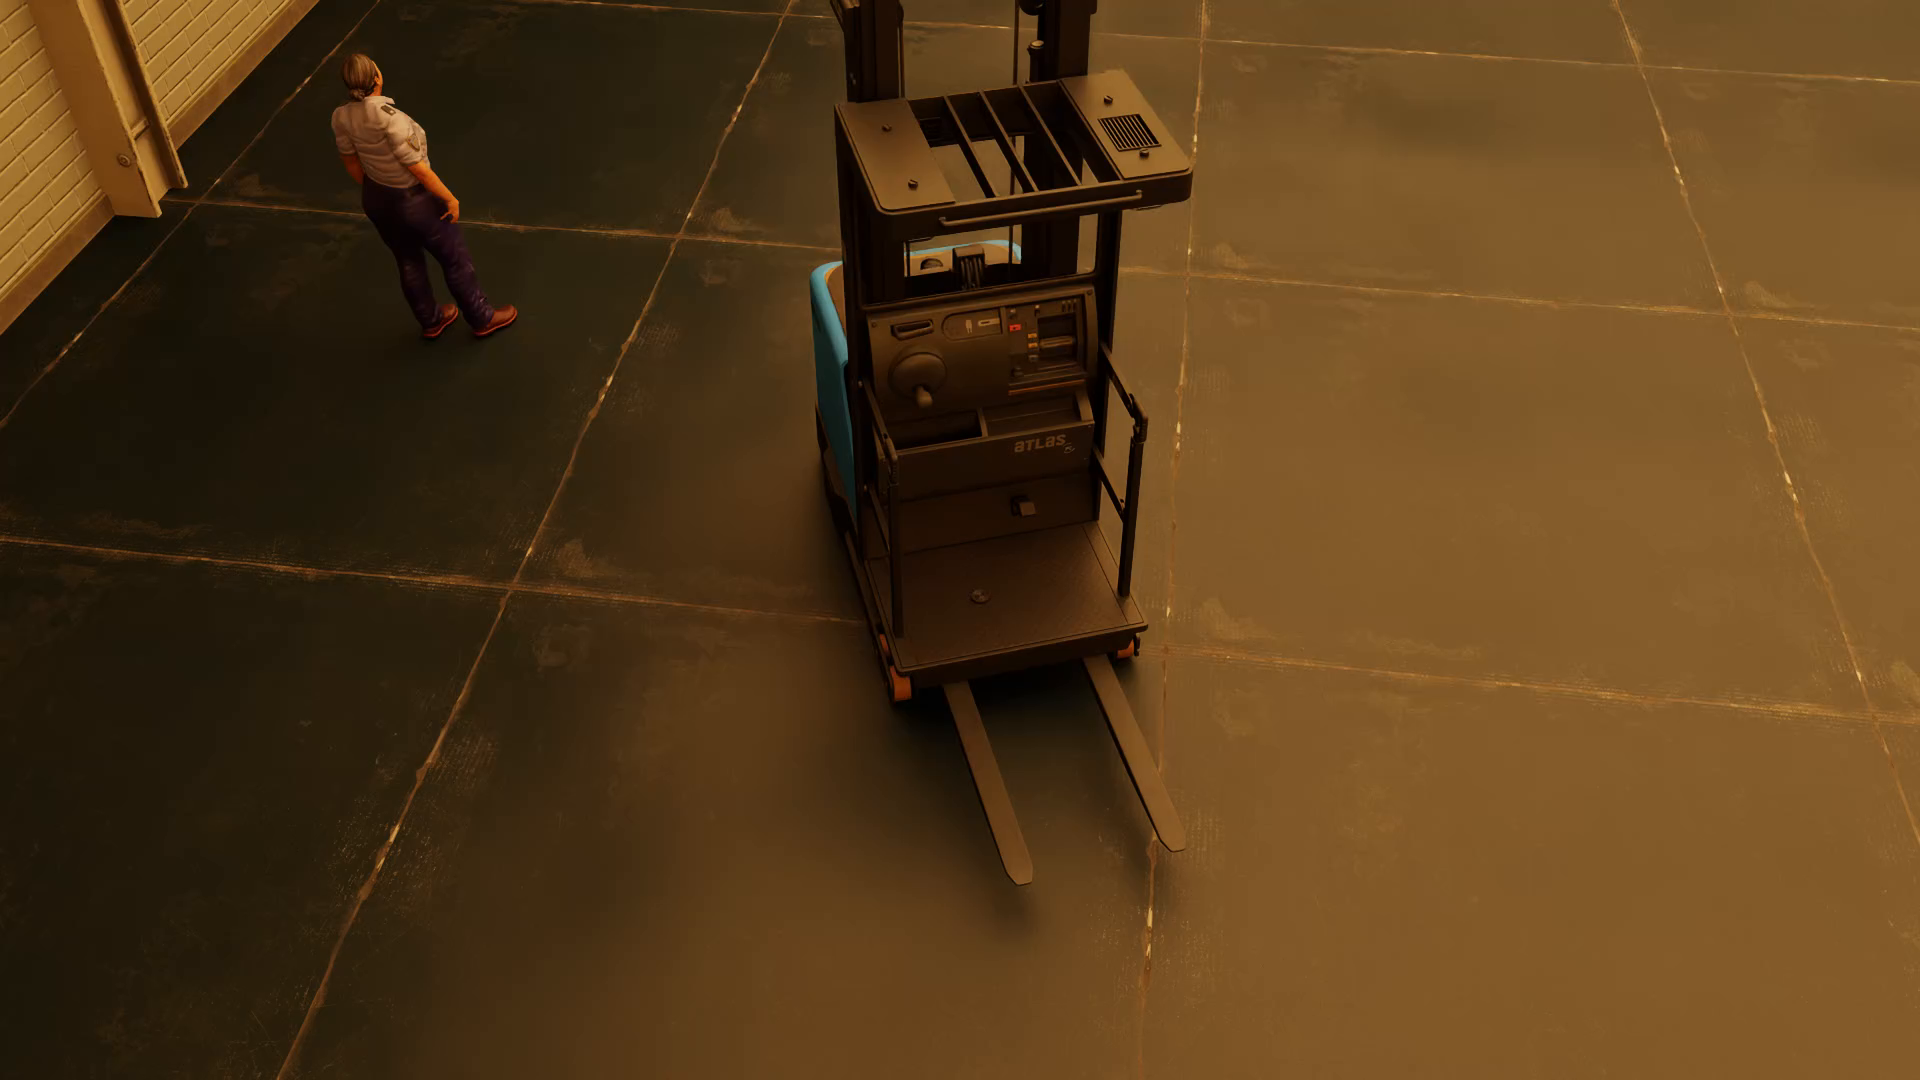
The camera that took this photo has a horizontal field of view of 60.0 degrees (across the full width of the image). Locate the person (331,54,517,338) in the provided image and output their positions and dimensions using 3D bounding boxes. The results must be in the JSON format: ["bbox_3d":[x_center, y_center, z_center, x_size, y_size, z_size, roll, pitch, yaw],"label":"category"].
[{"bbox_3d":[-2.803,-1.786,8.606,0.596,1.651,0.504,15,45,16],"label":"person"}]

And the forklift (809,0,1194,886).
[{"bbox_3d":[0.153,-0.681,6.465,1.130,2.935,3.031,-10,44,-11],"label":"forklift"}]
